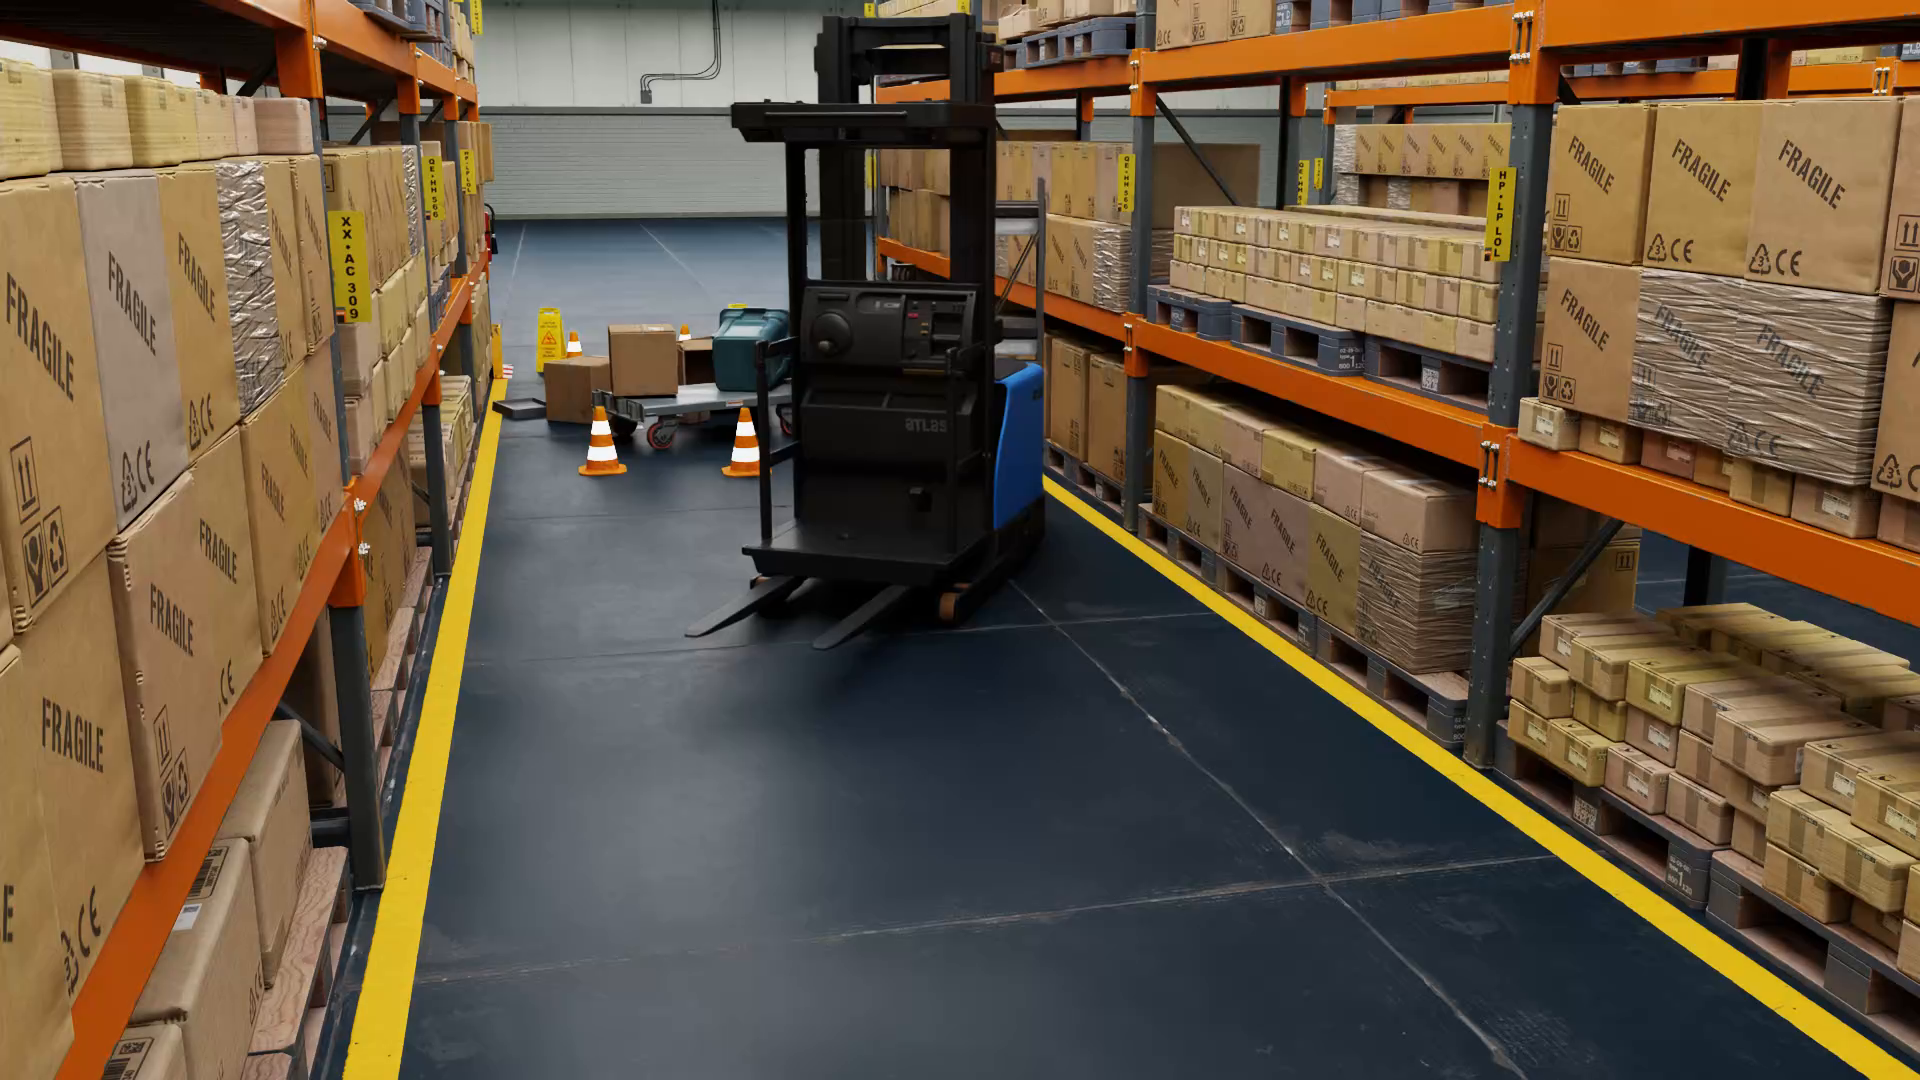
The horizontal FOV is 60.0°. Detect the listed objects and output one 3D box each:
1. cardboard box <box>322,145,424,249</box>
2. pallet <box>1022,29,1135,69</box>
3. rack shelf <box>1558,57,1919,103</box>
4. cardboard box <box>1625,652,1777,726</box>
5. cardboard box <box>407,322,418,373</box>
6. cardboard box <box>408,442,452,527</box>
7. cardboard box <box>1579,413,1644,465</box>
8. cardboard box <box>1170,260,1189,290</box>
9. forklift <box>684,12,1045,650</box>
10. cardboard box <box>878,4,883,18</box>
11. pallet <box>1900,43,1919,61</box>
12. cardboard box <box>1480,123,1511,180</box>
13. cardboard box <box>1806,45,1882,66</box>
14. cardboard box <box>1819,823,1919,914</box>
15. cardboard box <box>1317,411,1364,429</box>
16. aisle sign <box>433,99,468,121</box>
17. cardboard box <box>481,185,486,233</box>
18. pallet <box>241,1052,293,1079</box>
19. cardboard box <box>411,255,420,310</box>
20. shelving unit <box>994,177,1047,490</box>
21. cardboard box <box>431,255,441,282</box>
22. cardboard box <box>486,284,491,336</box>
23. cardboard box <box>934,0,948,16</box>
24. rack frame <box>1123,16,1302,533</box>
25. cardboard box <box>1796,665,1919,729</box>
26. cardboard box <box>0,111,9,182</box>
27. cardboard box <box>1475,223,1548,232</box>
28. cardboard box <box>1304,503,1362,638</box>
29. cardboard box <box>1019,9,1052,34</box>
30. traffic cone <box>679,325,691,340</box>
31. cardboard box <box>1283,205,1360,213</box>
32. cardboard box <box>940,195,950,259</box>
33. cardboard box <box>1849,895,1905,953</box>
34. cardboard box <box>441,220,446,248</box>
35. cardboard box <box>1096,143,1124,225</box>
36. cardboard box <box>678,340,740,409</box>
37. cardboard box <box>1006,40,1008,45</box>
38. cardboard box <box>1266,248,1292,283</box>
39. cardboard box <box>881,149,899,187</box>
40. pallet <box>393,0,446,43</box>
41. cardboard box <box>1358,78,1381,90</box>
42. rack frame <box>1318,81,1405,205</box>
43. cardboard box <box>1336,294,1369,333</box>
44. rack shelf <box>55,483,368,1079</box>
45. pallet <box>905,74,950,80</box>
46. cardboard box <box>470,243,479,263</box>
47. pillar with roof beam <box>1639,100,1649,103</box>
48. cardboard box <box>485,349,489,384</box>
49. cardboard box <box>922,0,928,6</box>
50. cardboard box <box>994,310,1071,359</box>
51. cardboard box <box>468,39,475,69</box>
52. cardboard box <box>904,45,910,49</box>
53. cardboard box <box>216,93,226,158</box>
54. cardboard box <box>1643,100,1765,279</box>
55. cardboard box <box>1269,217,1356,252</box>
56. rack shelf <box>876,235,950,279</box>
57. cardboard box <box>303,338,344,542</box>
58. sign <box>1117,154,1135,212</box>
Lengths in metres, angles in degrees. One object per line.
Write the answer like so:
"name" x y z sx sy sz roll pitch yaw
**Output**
"cardboard box" -2.909 -1.670 8.126 0.500 0.500 0.500 -4 14 -15
"pallet" 1.035 -3.309 11.227 1.003 0.211 1.213 -3 14 -11
"rack shelf" 5.879 -3.362 12.564 1.077 0.370 4.000 -3 14 -13
"cardboard box" 2.437 0.488 5.477 0.380 0.149 0.250 -3 14 -14
"cardboard box" -2.675 -0.832 7.326 0.500 0.250 0.500 -3 14 -14
"cardboard box" -3.407 -0.299 9.483 0.950 0.372 0.625 -4 14 -17
"cardboard box" 2.324 -0.356 5.593 0.380 0.149 0.250 -3 14 -12
"cardboard box" 1.412 -1.507 9.421 0.380 0.149 0.250 -3 14 -14
"forklift" -0.432 -1.108 8.289 1.130 2.935 3.031 4 14 17
"cardboard box" -0.606 -5.266 16.593 0.380 0.149 0.250 -3 14 -13
"pallet" 6.551 -3.013 10.016 1.213 0.211 1.003 -3 14 -11
"cardboard box" 5.036 -3.483 14.919 0.500 0.500 0.500 -3 14 -13
"cardboard box" 5.998 -3.273 11.000 0.500 0.250 0.500 -3 14 -13
"cardboard box" 2.589 0.876 4.518 0.380 0.149 0.250 -3 14 -13
"cardboard box" 2.152 -0.517 8.524 0.500 0.250 0.500 -3 14 -12
"aisle sign" -4.896 -4.379 16.055 0.394 0.787 0.004 -3 14 -13
"cardboard box" -4.768 -3.169 15.742 0.500 0.500 0.500 -4 14 -14
"pallet" -1.952 1.499 3.349 1.003 0.211 1.213 -3 14 -13
"cardboard box" -2.800 -1.195 7.761 0.500 0.250 0.500 -4 14 -15
"shelving unit" 0.295 -1.106 10.030 0.431 2.100 0.503 0 14 2
"cardboard box" -3.278 -1.605 9.822 0.380 0.149 0.250 -3 14 -13
"cardboard box" -4.722 -2.148 15.729 0.500 0.500 0.500 -3 14 -13
"cardboard box" 0.080 -4.460 14.135 0.500 0.250 0.500 -3 14 -13
"rack frame" 1.503 -1.540 9.910 1.000 3.000 0.127 -3 14 -13
"cardboard box" 2.929 0.520 5.345 0.380 0.149 0.250 -3 14 -11
"cardboard box" -1.300 -0.465 1.824 0.380 0.149 0.250 -3 14 -11
"cardboard box" 2.551 -1.345 7.501 0.380 0.149 0.250 -3 14 -14
"cardboard box" 1.904 0.118 7.505 0.500 0.500 0.500 -4 14 -15
"cardboard box" 0.640 -3.713 11.916 0.380 0.149 0.250 -3 14 -13
"traffic cone" -2.809 -1.967 17.003 0.336 0.463 0.334 -3 14 -13
"cardboard box" 2.064 -1.823 9.461 0.380 0.149 0.250 -4 14 -15
"cardboard box" 0.315 -2.746 14.529 0.875 0.550 0.550 -3 14 -13
"cardboard box" 2.696 1.019 4.557 0.380 0.149 0.250 -3 14 -12
"cardboard box" -3.535 -2.112 10.530 0.500 0.500 0.500 -4 14 -15
"cardboard box" 1.288 -2.295 10.682 0.700 0.500 0.500 -3 14 -14
"cardboard box" -2.062 -1.460 14.557 0.797 0.637 0.503 -3 14 -13
"cardboard box" 0.568 -4.388 14.680 0.380 0.149 0.250 -4 14 -14
"cardboard box" 1.726 -1.347 8.136 0.380 0.149 0.250 -3 14 -14
"cardboard box" -0.326 -3.895 16.958 0.875 0.550 0.550 -3 14 -13
"pallet" -3.082 -2.460 7.755 1.213 0.211 1.003 -3 14 -11
"cardboard box" 4.459 -4.779 17.162 0.500 0.250 0.500 -4 14 -14
"rack frame" 4.470 -3.639 18.500 1.000 3.000 0.127 -3 14 -13
"cardboard box" 1.909 -1.019 7.421 0.380 0.149 0.250 -4 14 -16
"rack shelf" -1.875 0.493 3.105 1.077 0.370 4.000 -3 14 -13
"pallet" 0.099 -4.347 15.266 1.003 0.211 1.213 -3 14 -13
"cardboard box" -4.277 -2.428 14.072 0.380 0.149 0.250 -3 14 -13
"pillar with roof beam" 11.507 -11.180 36.729 9.100 9.000 0.400 -3 14 -13
"cardboard box" -4.470 -1.543 14.830 0.500 0.250 0.500 -4 14 -15
"cardboard box" -0.127 -4.795 14.669 0.380 0.149 0.250 -3 14 -14
"cardboard box" 0.797 -1.436 13.338 1.050 0.750 0.750 -3 14 -13
"cardboard box" -4.781 -4.512 15.444 0.500 0.250 0.500 -3 14 -14
"cardboard box" -0.310 -4.585 15.487 0.380 0.149 0.250 -3 14 -14
"cardboard box" -1.881 -0.932 3.736 0.380 0.149 0.250 -3 14 -14
"cardboard box" 2.449 -1.059 4.999 0.500 0.500 0.500 -4 14 -15
"cardboard box" 1.734 -1.490 8.098 0.380 0.149 0.250 -3 14 -11
"rack shelf" 0.094 -2.575 15.660 1.077 0.370 4.000 -3 14 -13
"cardboard box" -1.988 -0.274 4.516 0.500 0.500 0.500 -3 14 -13
"sign" 0.965 -2.071 9.642 0.100 0.325 0.005 -3 14 -13
